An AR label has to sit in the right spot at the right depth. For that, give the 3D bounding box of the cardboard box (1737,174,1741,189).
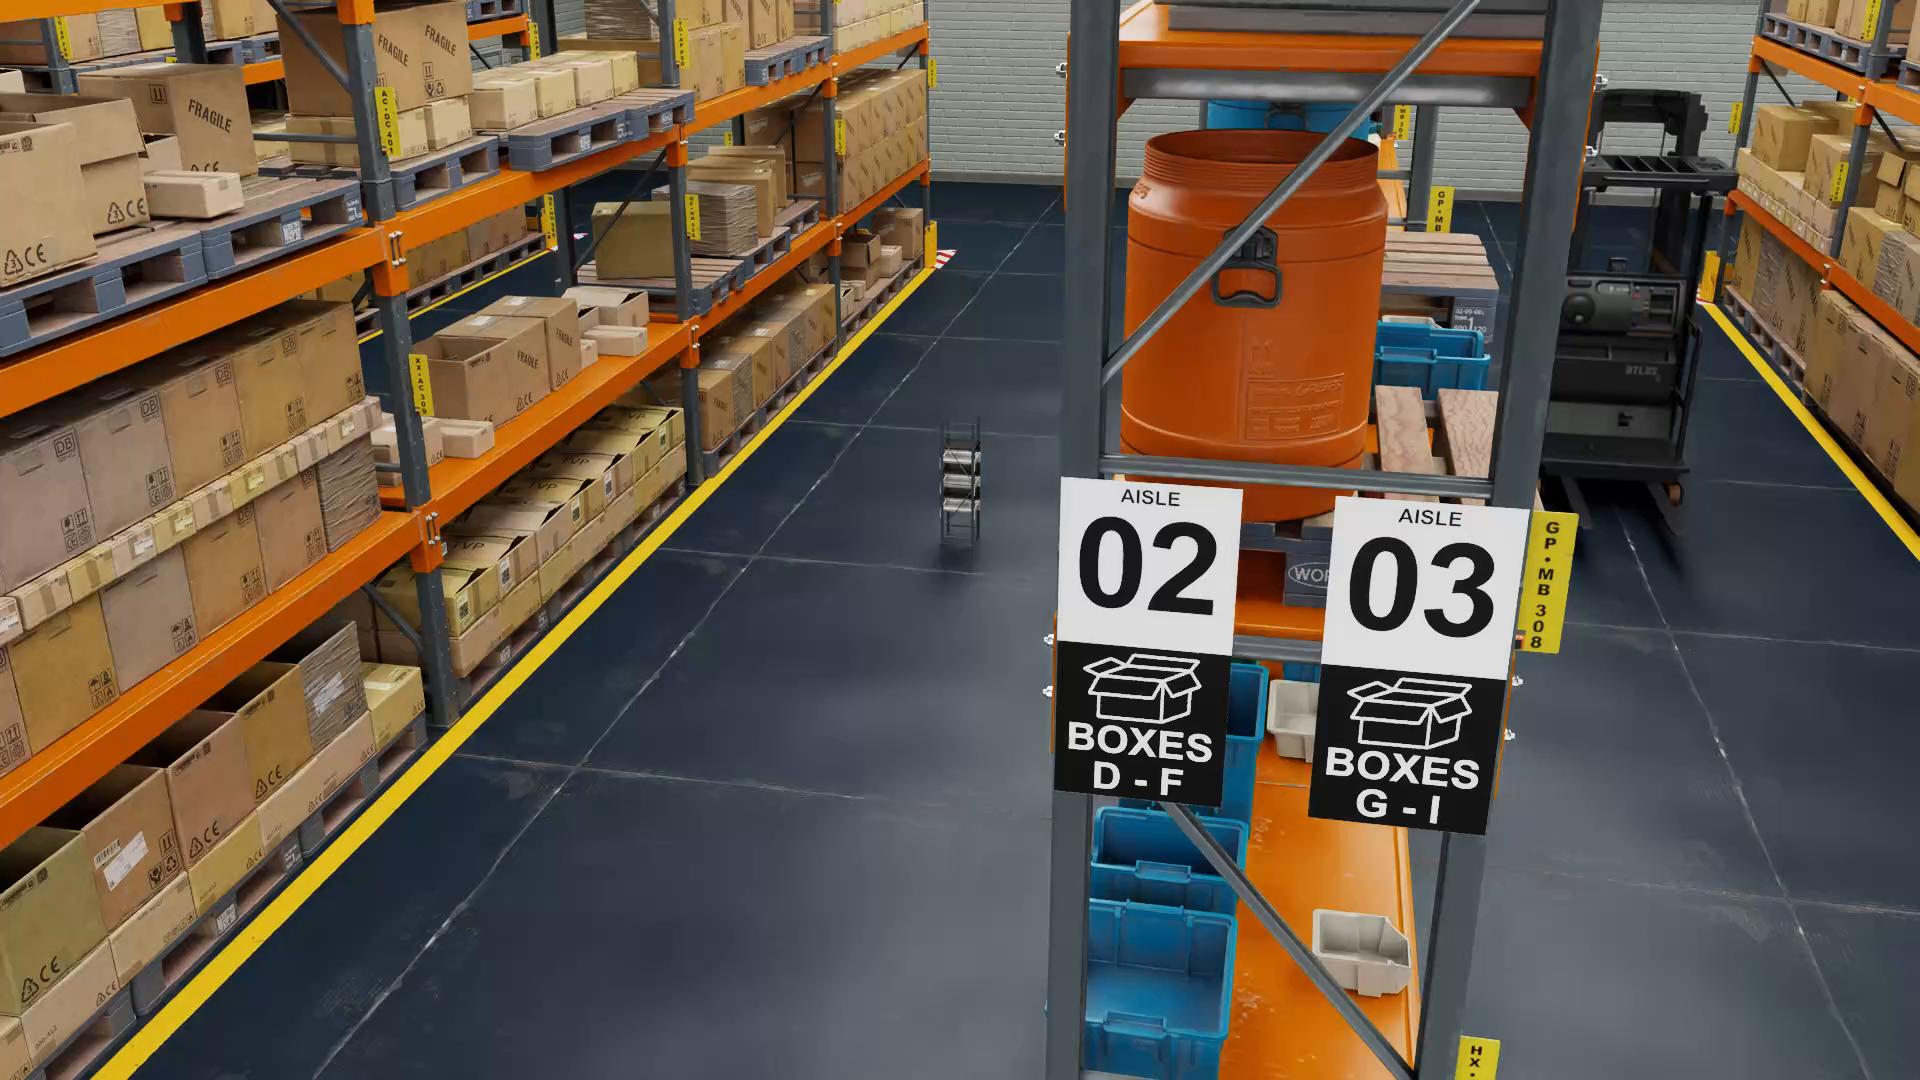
[{"bbox_3d":[8.439,-3.808,17.630,0.380,0.149,0.250,5,22,12],"label":"cardboard box"}]

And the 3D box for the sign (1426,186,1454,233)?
[{"bbox_3d":[2.073,-1.368,7.208,0.100,0.325,0.005,4,22,11],"label":"sign"}]

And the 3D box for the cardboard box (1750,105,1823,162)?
[{"bbox_3d":[8.370,-4.108,16.837,0.500,0.500,0.500,4,22,10],"label":"cardboard box"}]

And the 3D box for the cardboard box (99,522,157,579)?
[{"bbox_3d":[-3.523,0.029,6.764,0.380,0.149,0.250,5,22,11],"label":"cardboard box"}]

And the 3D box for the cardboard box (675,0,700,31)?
[{"bbox_3d":[-2.296,-4.107,12.549,0.500,0.500,0.500,4,22,11],"label":"cardboard box"}]

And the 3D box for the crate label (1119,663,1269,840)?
[{"bbox_3d":[0.831,0.734,5.968,0.502,0.435,0.616,4,22,11],"label":"crate label"}]

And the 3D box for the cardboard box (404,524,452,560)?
[{"bbox_3d":[-3.410,0.062,10.051,0.500,0.311,0.500,5,22,12],"label":"cardboard box"}]

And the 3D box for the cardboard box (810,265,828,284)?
[{"bbox_3d":[-1.688,-2.784,17.762,0.500,0.311,0.500,4,22,11],"label":"cardboard box"}]

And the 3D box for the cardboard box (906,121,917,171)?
[{"bbox_3d":[-0.790,-4.458,18.773,0.500,0.500,0.500,5,22,11],"label":"cardboard box"}]

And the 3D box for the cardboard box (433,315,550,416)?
[{"bbox_3d":[-2.929,-1.099,10.434,0.500,0.500,0.500,4,22,11],"label":"cardboard box"}]

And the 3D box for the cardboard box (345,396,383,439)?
[{"bbox_3d":[-3.157,-0.629,8.398,0.380,0.149,0.250,4,22,11],"label":"cardboard box"}]

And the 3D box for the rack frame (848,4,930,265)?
[{"bbox_3d":[-0.863,-4.786,19.722,1.000,3.000,0.127,4,22,11],"label":"rack frame"}]

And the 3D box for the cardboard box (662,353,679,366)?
[{"bbox_3d":[-2.527,-1.633,13.648,0.500,0.250,0.500,5,23,13],"label":"cardboard box"}]

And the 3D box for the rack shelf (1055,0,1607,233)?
[{"bbox_3d":[1.129,-1.550,5.156,1.077,0.370,4.000,4,22,11],"label":"rack shelf"}]

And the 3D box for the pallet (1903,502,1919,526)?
[{"bbox_3d":[7.436,-0.093,11.801,1.003,0.211,1.213,4,22,11],"label":"pallet"}]

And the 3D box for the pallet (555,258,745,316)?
[{"bbox_3d":[-2.426,-2.024,13.122,1.213,0.211,1.003,4,22,11],"label":"pallet"}]

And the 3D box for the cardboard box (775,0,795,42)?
[{"bbox_3d":[-1.854,-4.823,14.970,0.600,0.600,0.600,2,22,6],"label":"cardboard box"}]

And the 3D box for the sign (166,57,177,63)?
[{"bbox_3d":[-3.845,-2.212,8.203,0.100,0.325,0.005,4,22,11],"label":"sign"}]

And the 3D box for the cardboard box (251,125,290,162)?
[{"bbox_3d":[-6.592,-3.678,15.407,0.500,0.250,0.500,5,22,12],"label":"cardboard box"}]

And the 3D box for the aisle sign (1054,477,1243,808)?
[{"bbox_3d":[0.415,0.242,3.757,0.394,0.787,0.004,4,22,11],"label":"aisle sign"}]

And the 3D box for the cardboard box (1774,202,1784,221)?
[{"bbox_3d":[8.074,-3.150,15.995,0.380,0.149,0.250,5,22,12],"label":"cardboard box"}]

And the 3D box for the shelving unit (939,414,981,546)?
[{"bbox_3d":[0.002,-0.420,11.693,0.258,0.900,0.210,4,22,11],"label":"shelving unit"}]

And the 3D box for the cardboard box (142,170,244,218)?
[{"bbox_3d":[-3.290,-1.470,7.060,0.380,0.149,0.250,4,22,11],"label":"cardboard box"}]

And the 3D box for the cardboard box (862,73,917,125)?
[{"bbox_3d":[-0.787,-4.928,18.601,0.500,0.500,0.500,5,22,12],"label":"cardboard box"}]

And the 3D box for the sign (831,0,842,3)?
[{"bbox_3d":[-1.135,-5.096,15.257,0.100,0.325,0.005,4,22,11],"label":"sign"}]

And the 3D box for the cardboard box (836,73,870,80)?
[{"bbox_3d":[-1.311,-4.962,18.687,0.500,0.500,0.500,5,22,11],"label":"cardboard box"}]

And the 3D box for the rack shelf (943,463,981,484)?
[{"bbox_3d":[0.002,-0.473,11.672,0.258,0.077,0.200,4,22,11],"label":"rack shelf"}]

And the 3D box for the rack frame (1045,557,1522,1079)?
[{"bbox_3d":[0.720,1.445,4.252,1.000,3.000,0.127,4,22,11],"label":"rack frame"}]

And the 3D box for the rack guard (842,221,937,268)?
[{"bbox_3d":[-0.879,-3.599,20.120,1.175,0.500,0.348,4,22,11],"label":"rack guard"}]

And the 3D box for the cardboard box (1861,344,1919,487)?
[{"bbox_3d":[7.552,-0.889,12.328,1.225,0.875,0.875,5,22,11],"label":"cardboard box"}]

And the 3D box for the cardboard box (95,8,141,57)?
[{"bbox_3d":[-7.246,-4.258,13.673,0.700,0.500,0.500,3,22,8],"label":"cardboard box"}]

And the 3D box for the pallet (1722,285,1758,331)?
[{"bbox_3d":[8.747,-2.438,17.623,1.003,0.211,1.213,4,22,11],"label":"pallet"}]

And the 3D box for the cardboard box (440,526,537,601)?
[{"bbox_3d":[-2.876,0.108,9.937,0.500,0.311,0.500,4,22,10],"label":"cardboard box"}]

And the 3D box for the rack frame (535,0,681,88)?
[{"bbox_3d":[-2.496,-4.643,11.336,1.000,3.000,0.127,4,22,11],"label":"rack frame"}]

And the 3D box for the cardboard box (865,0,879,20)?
[{"bbox_3d":[-1.123,-5.401,16.765,0.500,0.250,0.500,4,22,11],"label":"cardboard box"}]

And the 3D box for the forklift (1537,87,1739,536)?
[{"bbox_3d":[4.916,-1.764,12.310,1.130,2.935,3.031,4,22,11],"label":"forklift"}]

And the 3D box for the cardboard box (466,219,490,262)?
[{"bbox_3d":[-5.962,-3.567,19.479,0.700,0.500,0.500,4,22,9],"label":"cardboard box"}]

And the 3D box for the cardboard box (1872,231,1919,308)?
[{"bbox_3d":[7.475,-2.097,12.911,0.500,0.500,0.500,4,22,10],"label":"cardboard box"}]

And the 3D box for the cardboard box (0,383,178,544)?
[{"bbox_3d":[-3.703,-0.332,6.793,0.700,0.500,0.500,4,22,11],"label":"cardboard box"}]

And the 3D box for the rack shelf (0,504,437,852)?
[{"bbox_3d":[-3.720,0.668,7.143,1.077,0.370,4.000,4,22,11],"label":"rack shelf"}]

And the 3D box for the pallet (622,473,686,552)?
[{"bbox_3d":[-2.702,-0.269,12.238,1.003,0.211,1.213,4,22,11],"label":"pallet"}]

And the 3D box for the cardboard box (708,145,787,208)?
[{"bbox_3d":[-1.995,-3.408,15.605,0.700,0.500,0.500,-3,22,-7],"label":"cardboard box"}]

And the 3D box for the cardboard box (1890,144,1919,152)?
[{"bbox_3d":[8.366,-3.138,14.430,0.500,0.500,0.500,4,22,11],"label":"cardboard box"}]

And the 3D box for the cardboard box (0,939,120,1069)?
[{"bbox_3d":[-3.702,1.784,6.527,0.500,0.250,0.500,4,22,11],"label":"cardboard box"}]

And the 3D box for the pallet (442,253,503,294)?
[{"bbox_3d":[-6.051,-3.125,19.332,1.003,0.211,1.213,4,22,11],"label":"pallet"}]

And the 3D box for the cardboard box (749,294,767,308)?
[{"bbox_3d":[-2.115,-2.013,15.595,0.500,0.500,0.500,5,22,12],"label":"cardboard box"}]

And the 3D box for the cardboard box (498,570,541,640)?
[{"bbox_3d":[-2.881,0.368,10.043,0.500,0.250,0.500,5,22,12],"label":"cardboard box"}]

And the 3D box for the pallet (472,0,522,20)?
[{"bbox_3d":[-5.854,-6.240,19.437,1.003,0.211,1.213,4,22,11],"label":"pallet"}]

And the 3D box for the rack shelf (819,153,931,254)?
[{"bbox_3d":[-1.271,-3.721,18.040,1.077,0.370,4.000,4,22,11],"label":"rack shelf"}]

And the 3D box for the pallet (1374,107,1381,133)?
[{"bbox_3d":[2.605,-3.057,11.667,1.003,0.211,1.213,4,22,11],"label":"pallet"}]

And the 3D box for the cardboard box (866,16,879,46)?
[{"bbox_3d":[-1.128,-5.169,16.859,0.500,0.250,0.500,4,22,11],"label":"cardboard box"}]

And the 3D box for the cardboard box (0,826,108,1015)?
[{"bbox_3d":[-3.701,1.436,6.387,0.500,0.500,0.500,4,22,11],"label":"cardboard box"}]

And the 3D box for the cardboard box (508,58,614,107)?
[{"bbox_3d":[-2.622,-3.014,10.944,0.500,0.250,0.500,5,22,12],"label":"cardboard box"}]

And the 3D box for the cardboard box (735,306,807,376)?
[{"bbox_3d":[-1.711,-1.802,15.069,0.500,0.500,0.500,5,22,12],"label":"cardboard box"}]

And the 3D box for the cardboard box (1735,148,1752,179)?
[{"bbox_3d":[8.472,-3.943,17.431,0.500,0.250,0.500,4,22,9],"label":"cardboard box"}]
